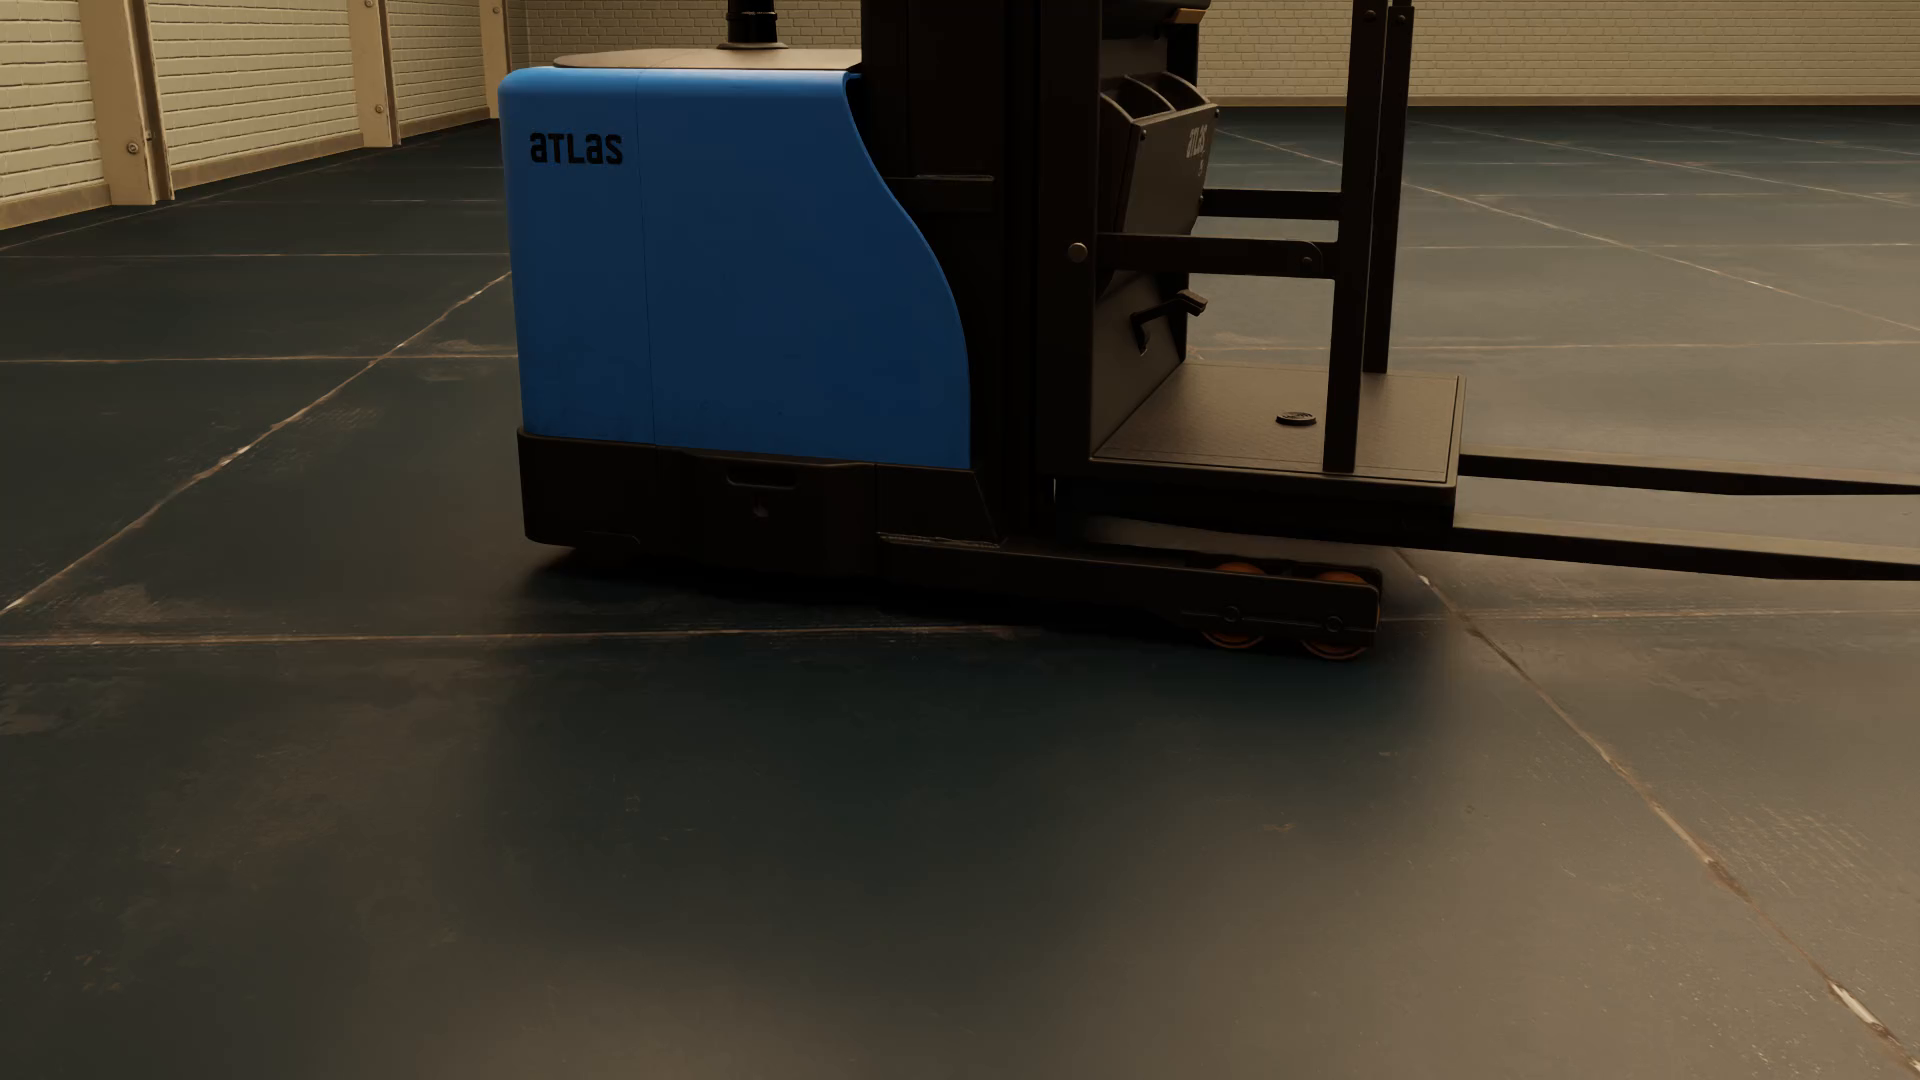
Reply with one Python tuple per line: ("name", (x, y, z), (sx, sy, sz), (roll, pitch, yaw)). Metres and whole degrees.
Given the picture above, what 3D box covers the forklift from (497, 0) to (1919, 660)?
("forklift", (0.601, -1.347, 3.311), (3.031, 2.935, 1.130), (5, 18, 16))
